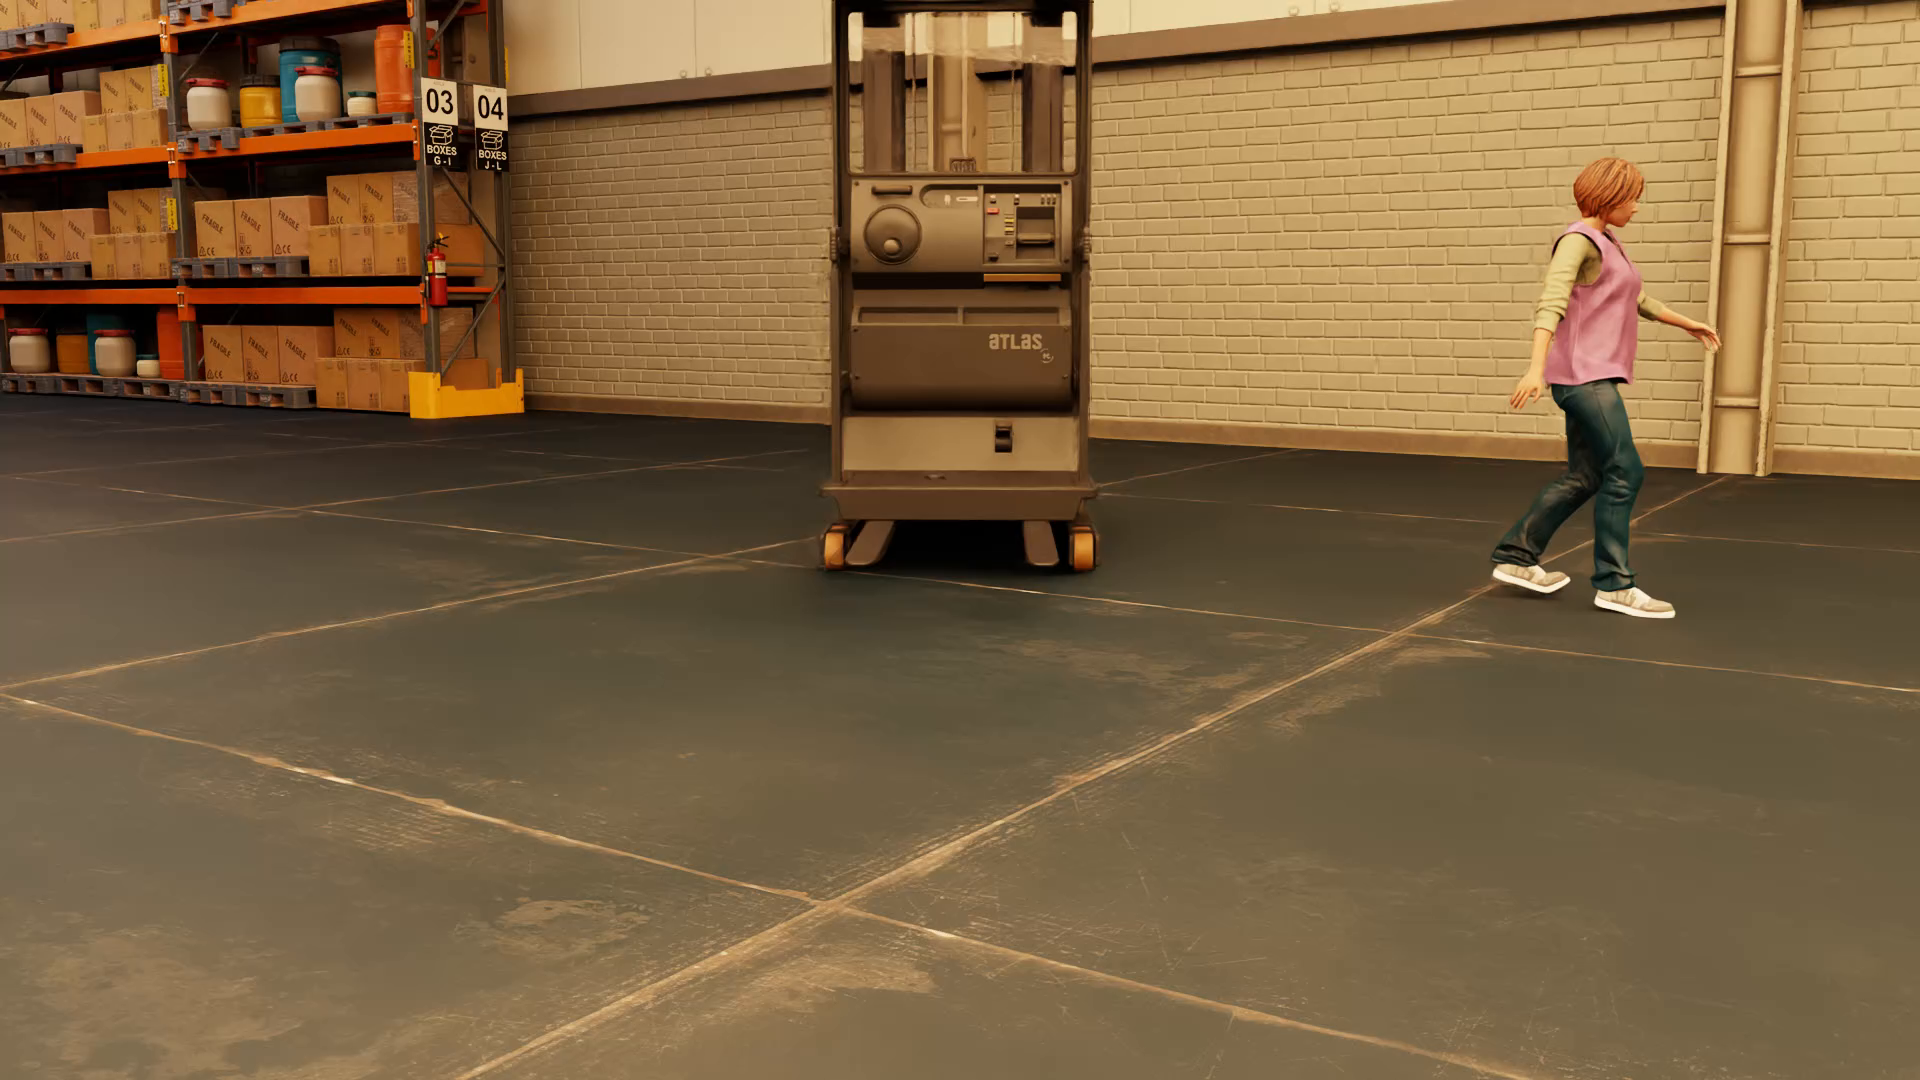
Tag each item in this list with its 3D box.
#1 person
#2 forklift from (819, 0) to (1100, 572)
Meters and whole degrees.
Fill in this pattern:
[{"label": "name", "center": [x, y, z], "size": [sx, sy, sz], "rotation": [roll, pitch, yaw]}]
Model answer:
[{"label": "person", "center": [2.226, -0.534, 5.825], "size": [0.703, 1.579, 0.812], "rotation": [5, 9, 31]}, {"label": "forklift", "center": [0.003, -1.364, 6.784], "size": [1.130, 2.935, 3.031], "rotation": [0, 8, 1]}]
